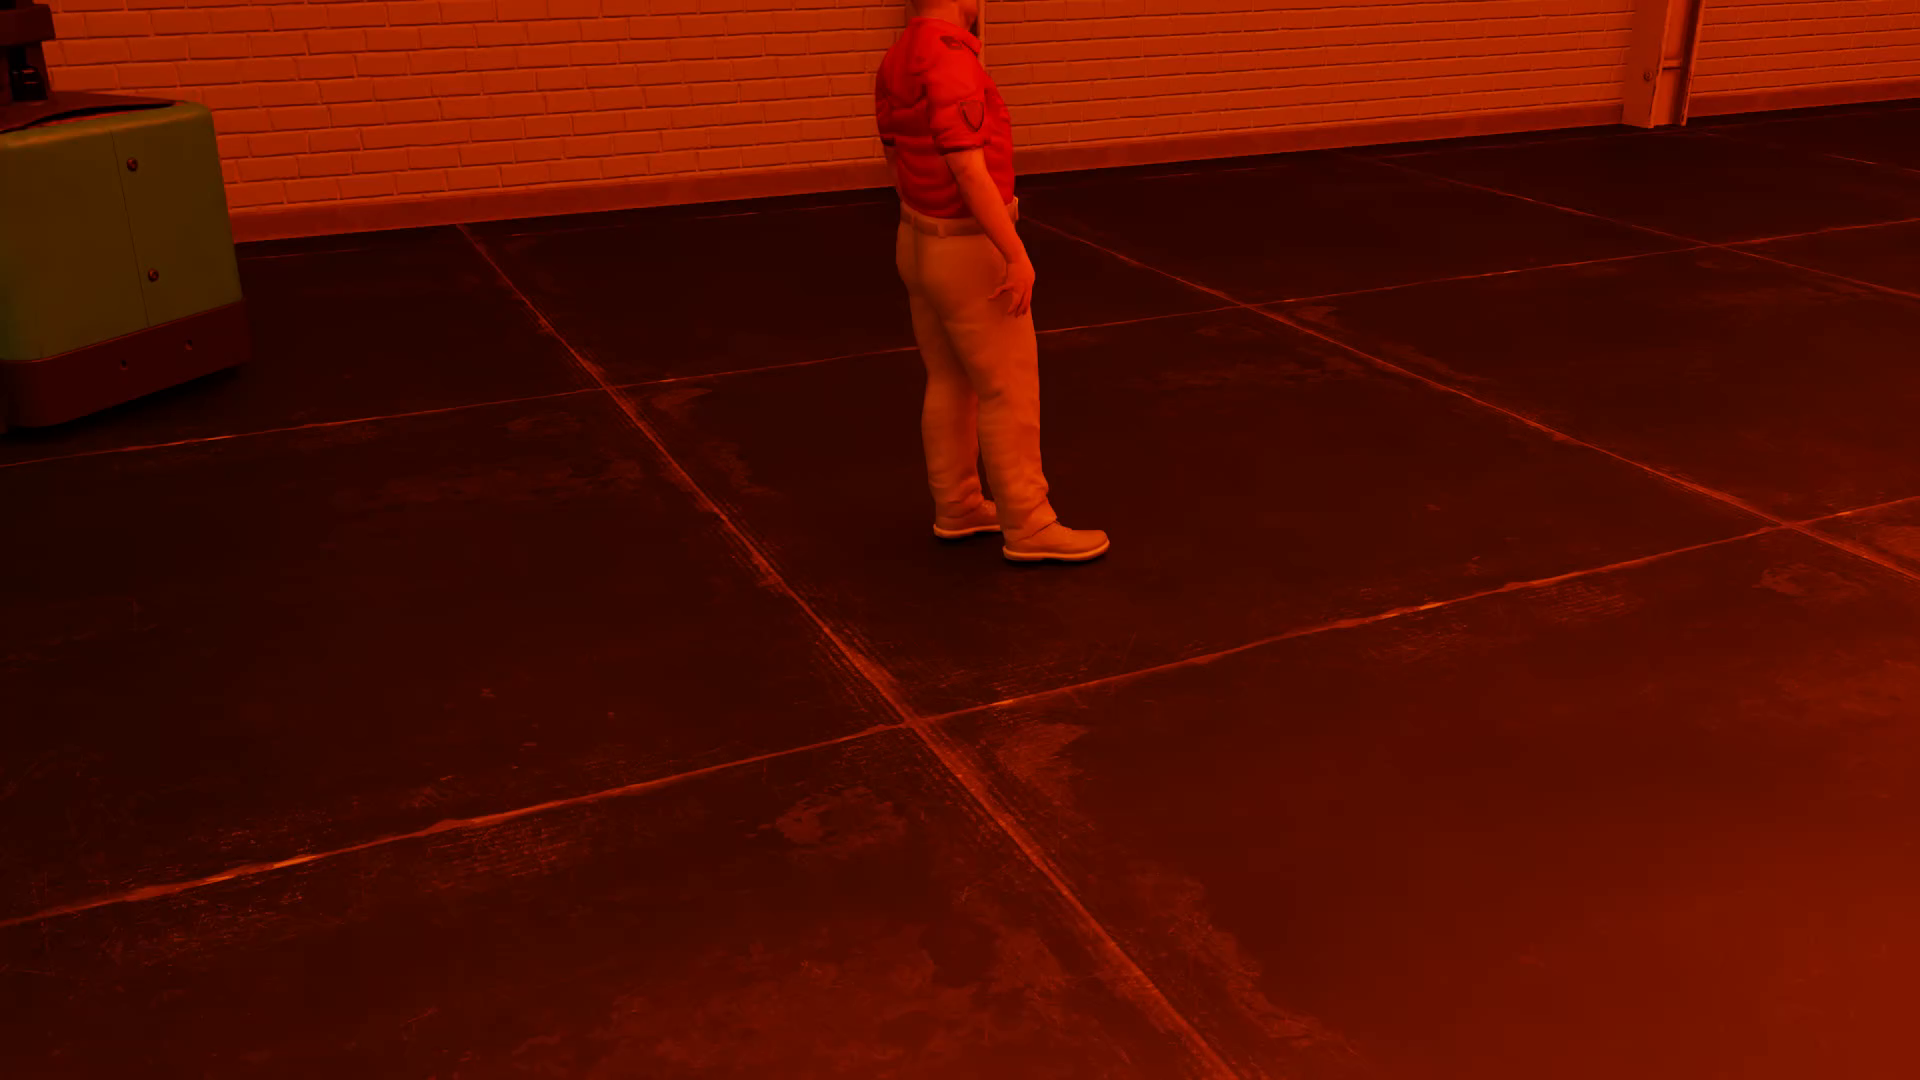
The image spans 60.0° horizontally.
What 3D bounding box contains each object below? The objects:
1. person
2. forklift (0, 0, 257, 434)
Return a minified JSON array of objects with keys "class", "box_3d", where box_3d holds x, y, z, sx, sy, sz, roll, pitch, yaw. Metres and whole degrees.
[{"class":"person","box_3d":[0.086,-0.816,4.798,0.550,1.727,0.641,-10,25,-23]},{"class":"forklift","box_3d":[-4.391,-2.093,6.325,3.031,2.935,1.130,10,25,22]}]
